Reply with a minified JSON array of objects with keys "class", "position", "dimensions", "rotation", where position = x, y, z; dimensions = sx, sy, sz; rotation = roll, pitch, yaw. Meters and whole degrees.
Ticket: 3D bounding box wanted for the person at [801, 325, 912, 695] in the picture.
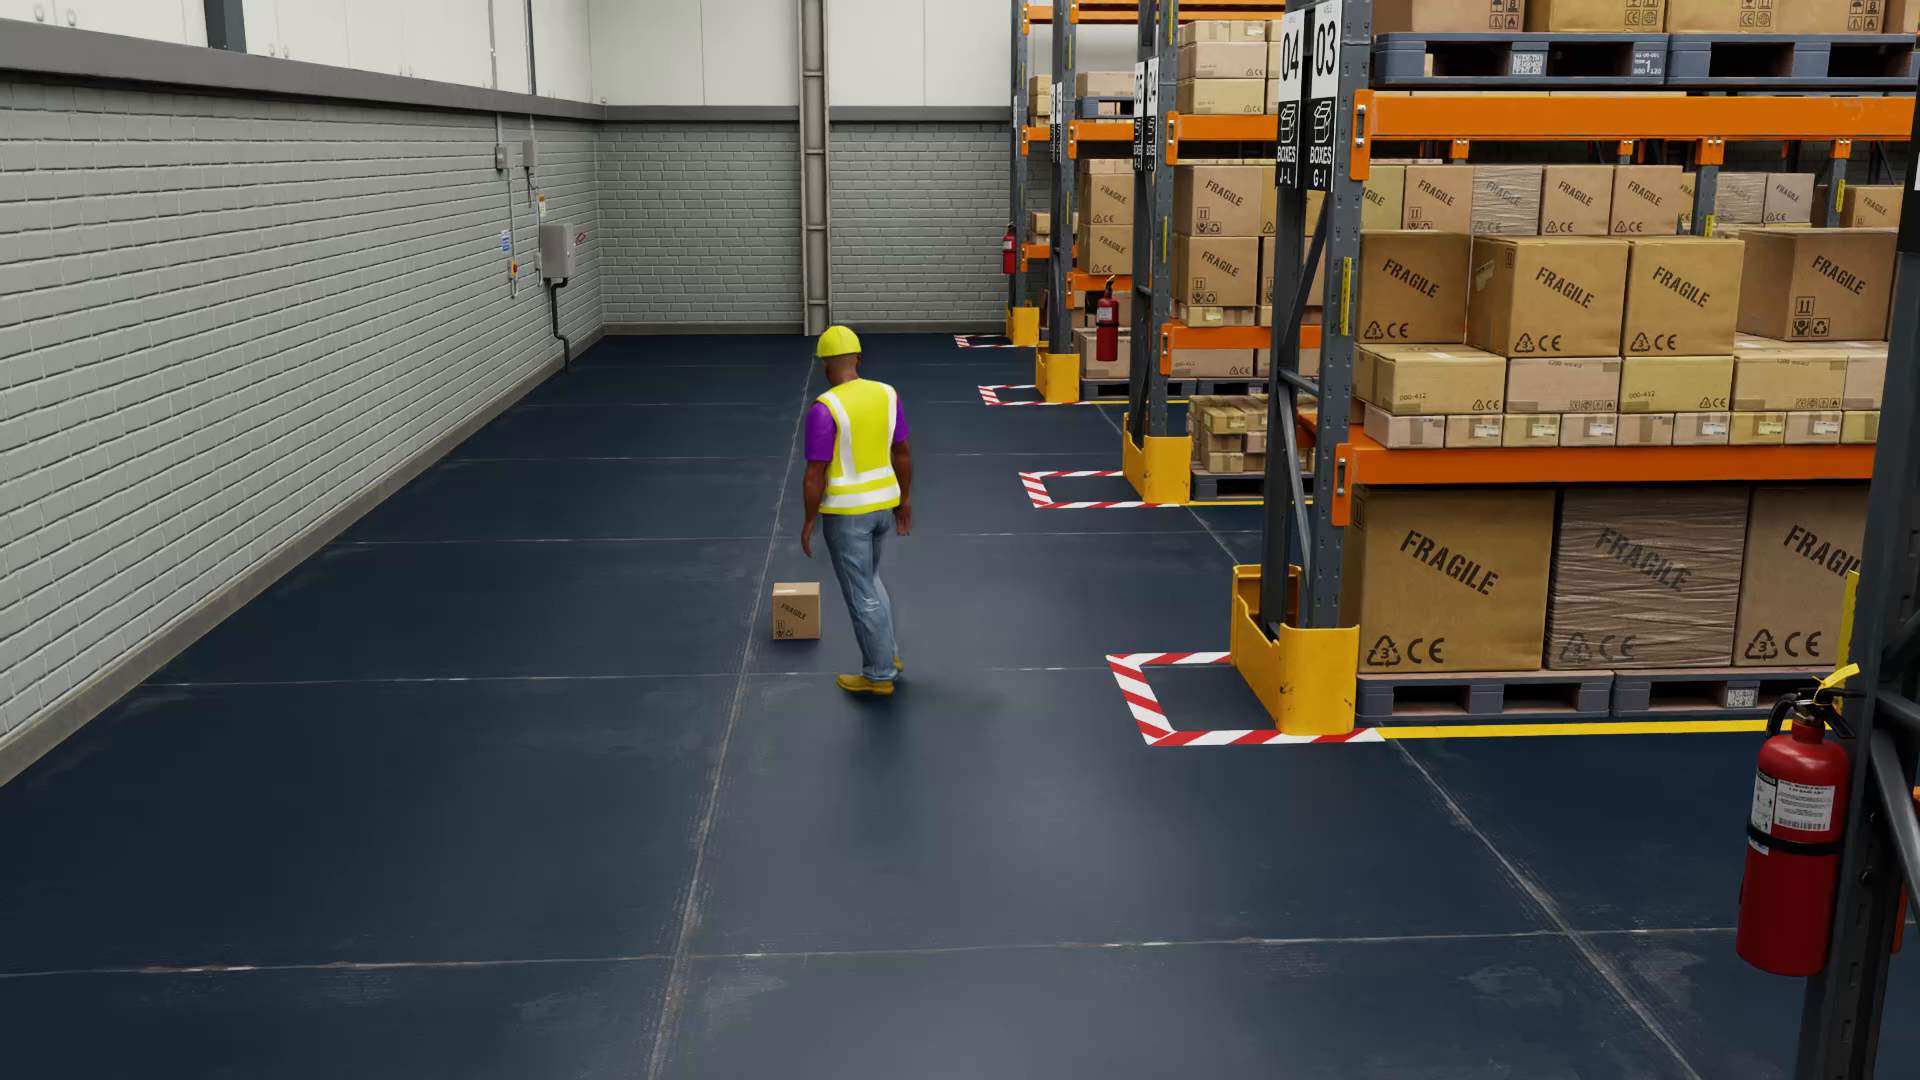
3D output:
[{"class":"person","position":[-0.488,-0.133,7.941],"dimensions":[0.475,1.777,0.606],"rotation":[10,17,37]}]
